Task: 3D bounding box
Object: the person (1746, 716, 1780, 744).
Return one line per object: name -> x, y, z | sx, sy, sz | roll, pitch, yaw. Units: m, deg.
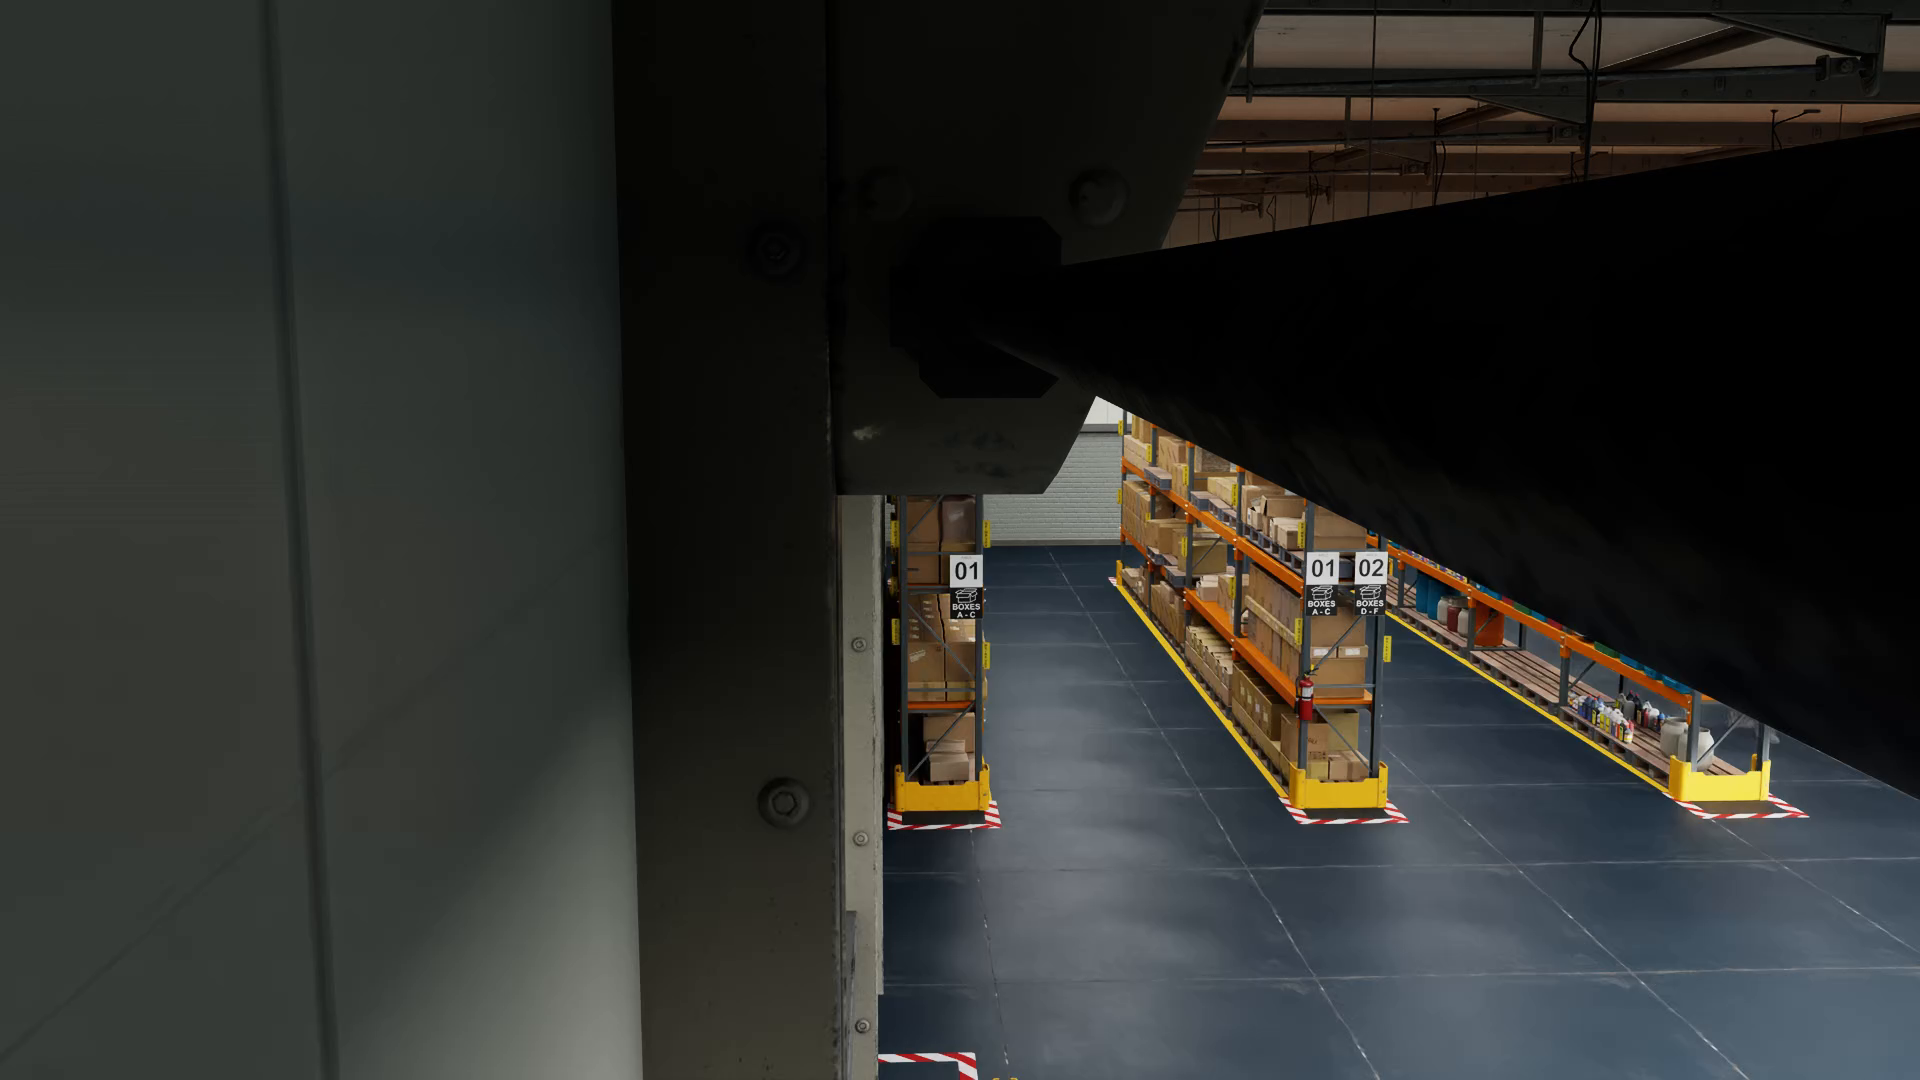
person -> 11.586, 2.134, 23.649 | 0.578, 1.488, 0.939 | -2, 9, -13
